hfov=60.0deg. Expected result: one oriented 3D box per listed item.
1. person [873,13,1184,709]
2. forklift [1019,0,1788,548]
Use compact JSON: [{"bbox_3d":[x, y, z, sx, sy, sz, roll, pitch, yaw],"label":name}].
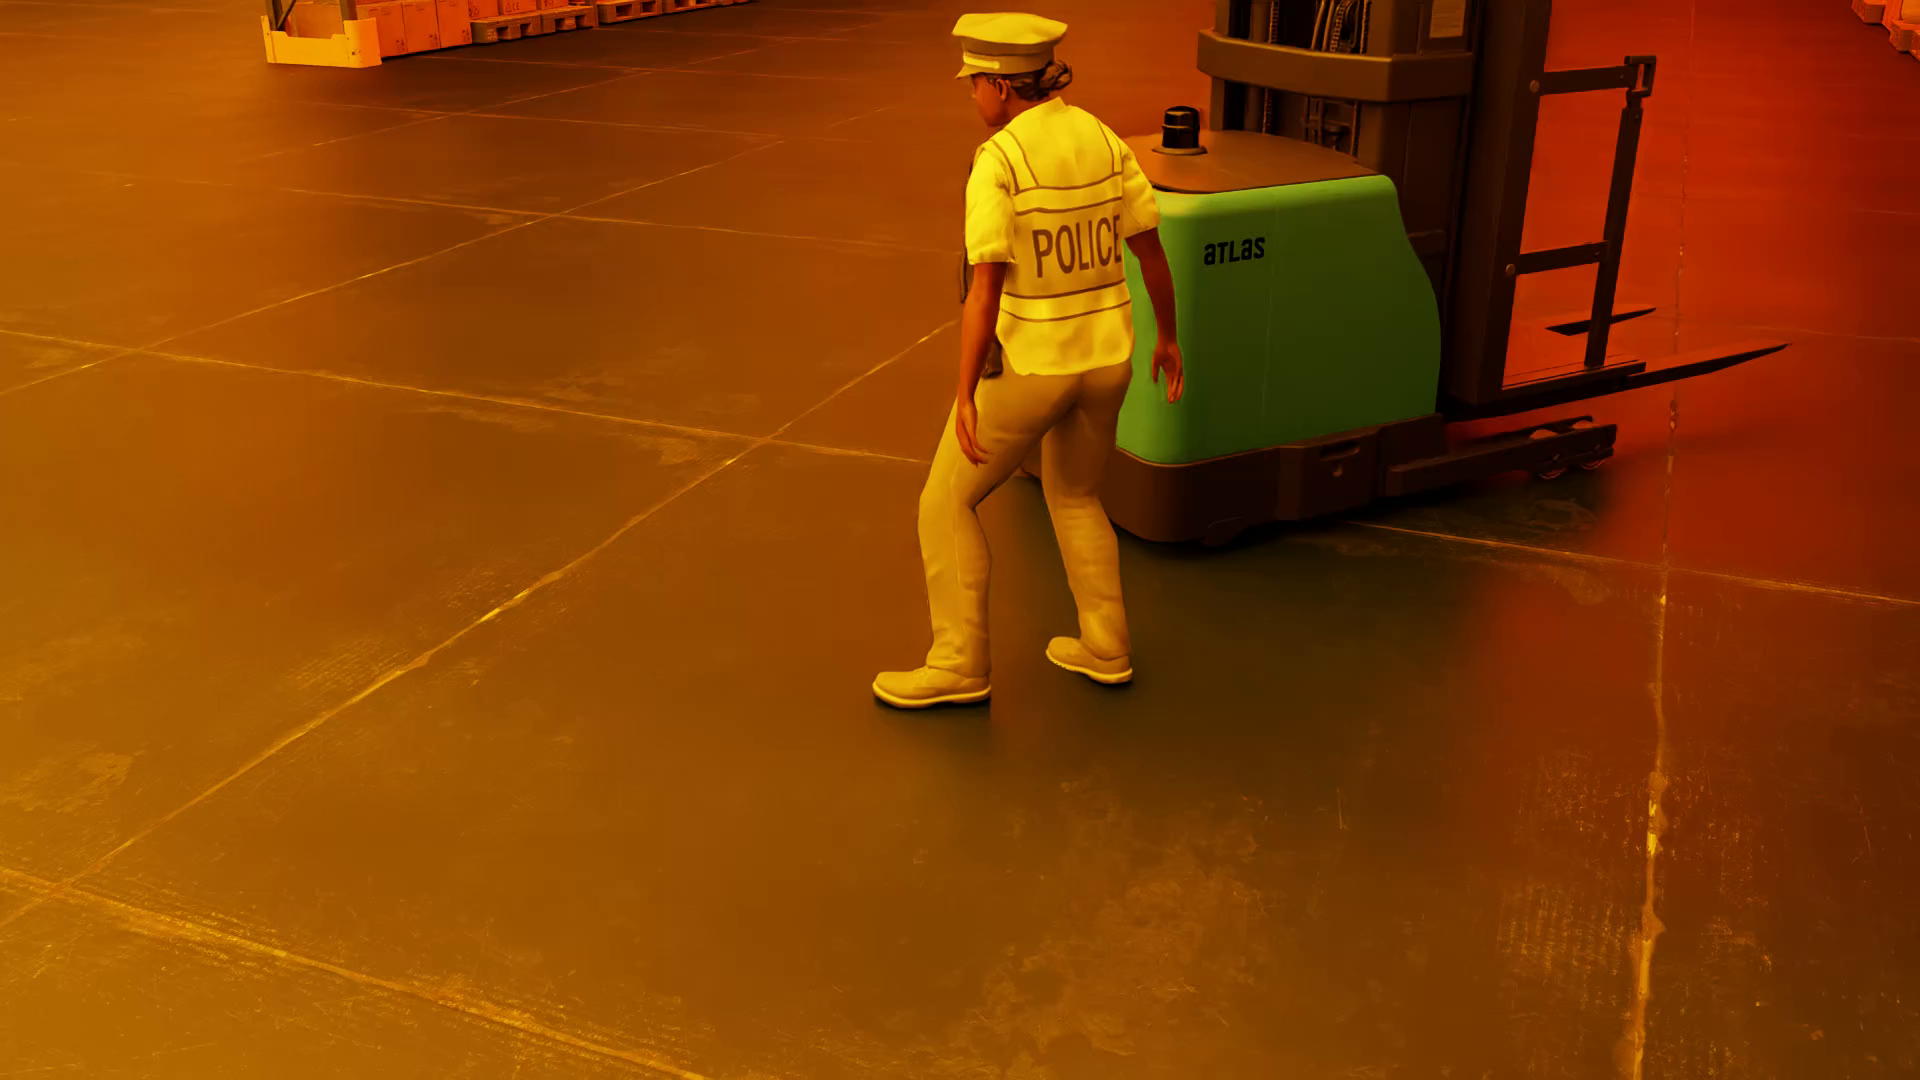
[{"bbox_3d":[0.176,-0.397,3.962,0.801,1.632,0.418,-16,28,-33],"label":"person"},{"bbox_3d":[1.648,-1.721,5.410,3.031,2.935,1.130,-12,25,-26],"label":"forklift"}]
